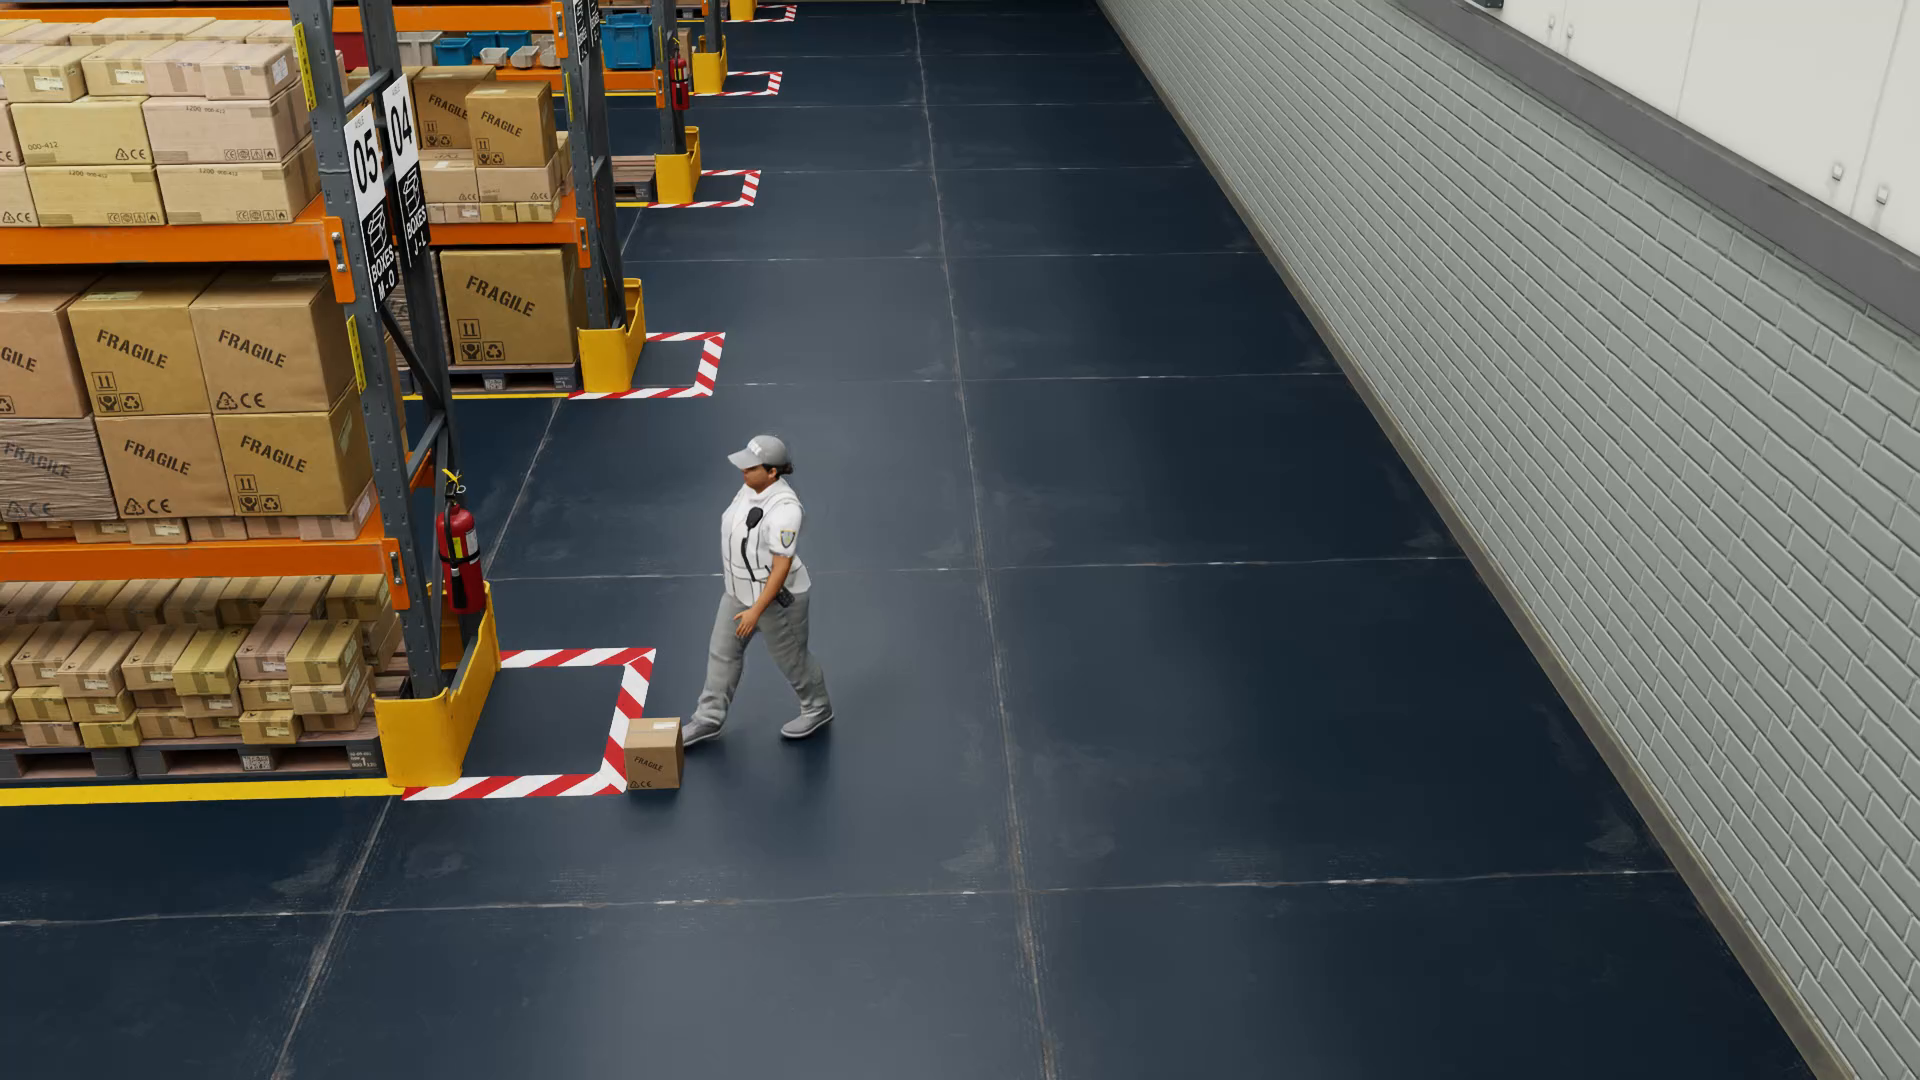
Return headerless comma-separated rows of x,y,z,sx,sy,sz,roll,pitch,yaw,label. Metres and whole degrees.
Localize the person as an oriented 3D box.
-1.034,0.288,8.050,0.834,1.633,0.492,-19,33,-32,person
